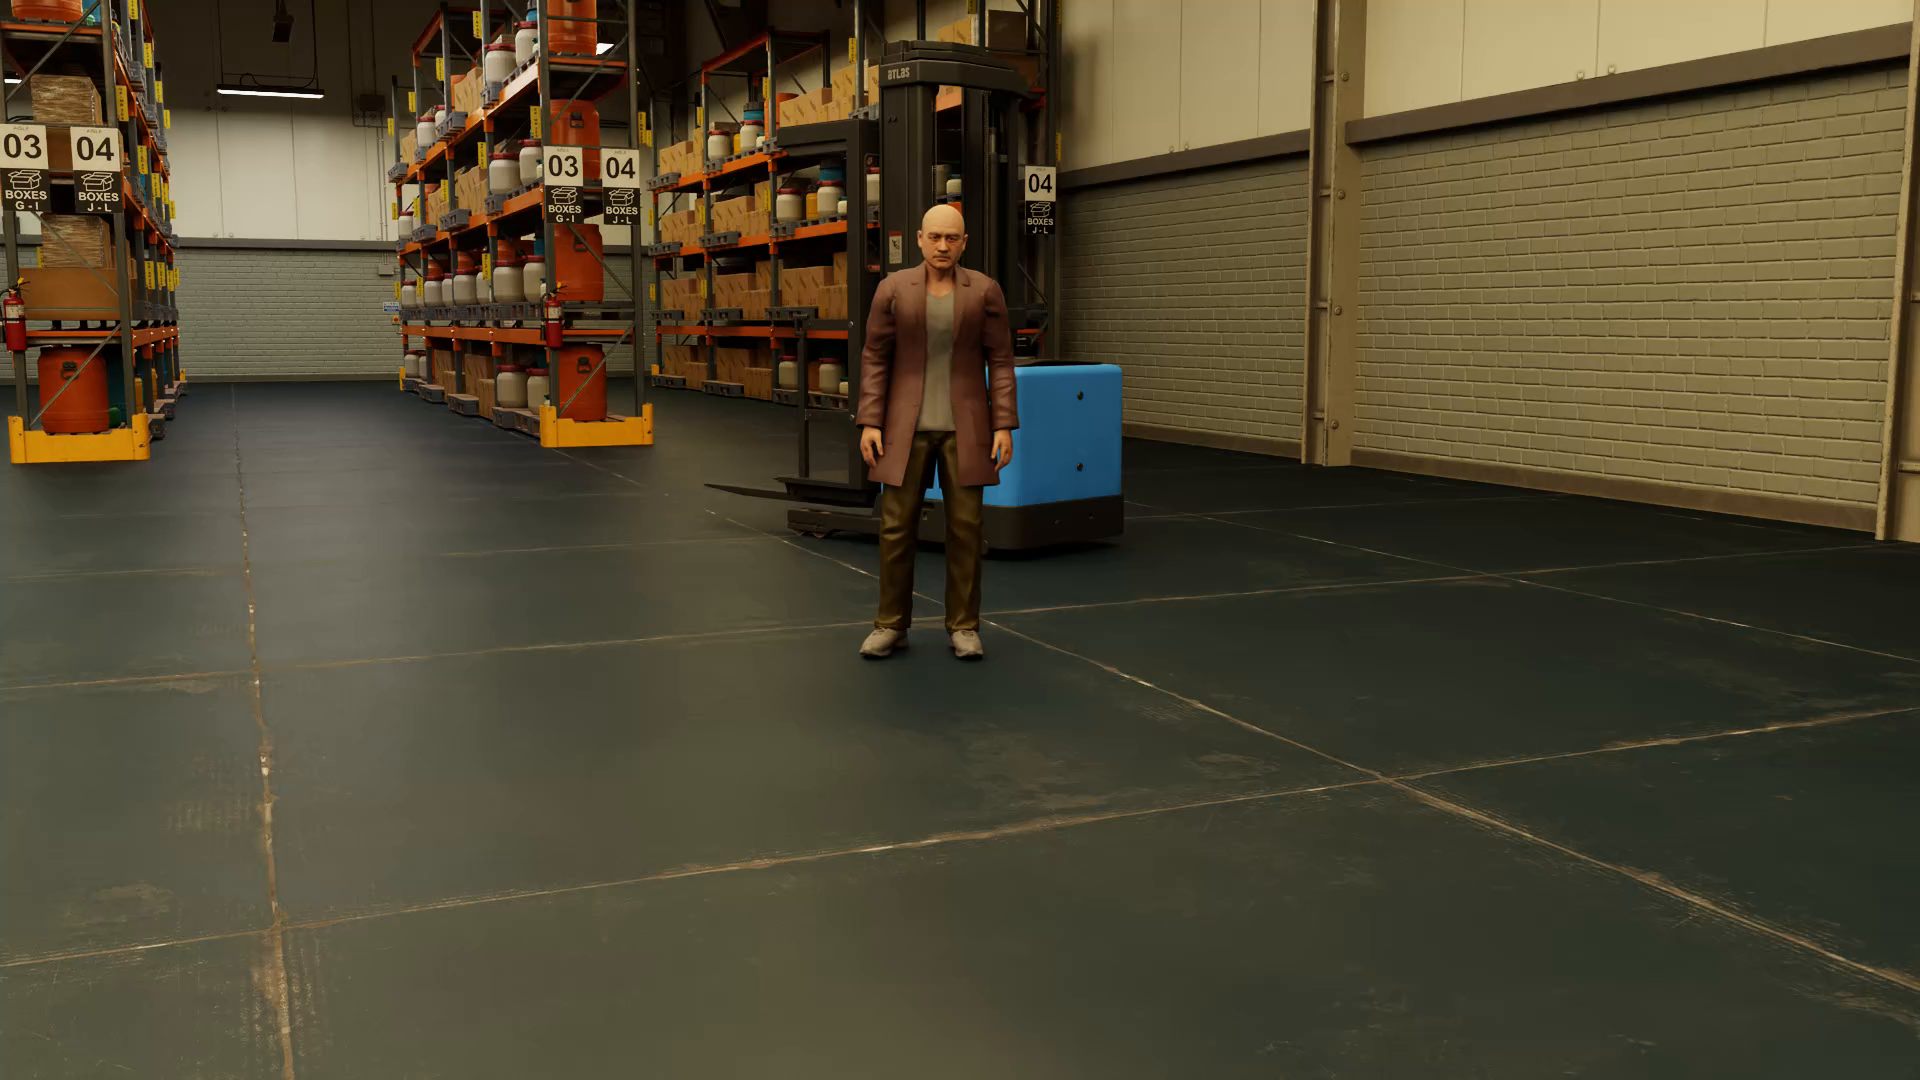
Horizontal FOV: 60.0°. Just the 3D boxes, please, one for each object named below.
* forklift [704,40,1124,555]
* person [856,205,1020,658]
[{"bbox_3d":[-0.436,-1.509,10.383,3.031,2.935,1.130,7,10,44],"label":"forklift"},{"bbox_3d":[-0.088,-0.428,6.613,0.652,1.773,0.434,0,8,0],"label":"person"}]
